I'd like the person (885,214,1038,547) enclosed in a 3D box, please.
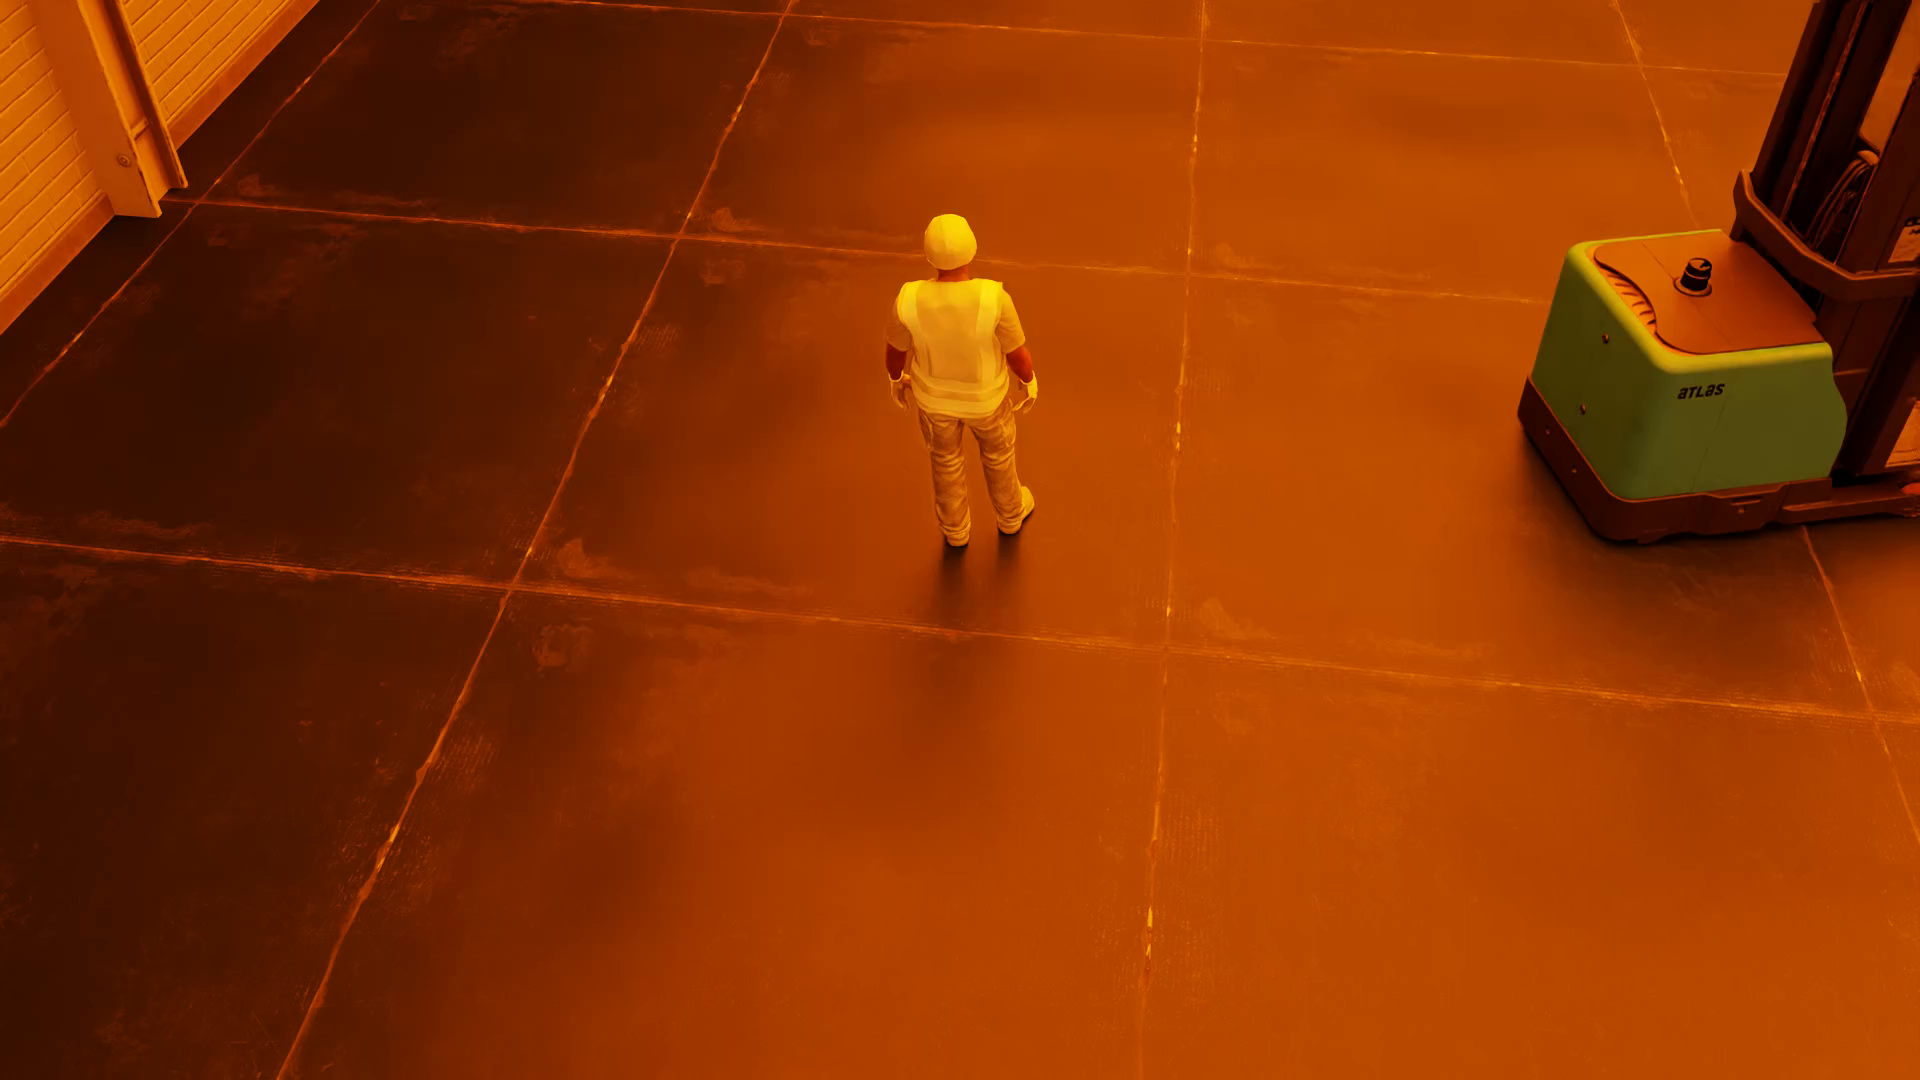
[{"bbox_3d":[0.018,-0.709,7.334,0.656,1.782,0.577,5,43,6],"label":"person"}]

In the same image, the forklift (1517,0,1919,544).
[{"bbox_3d":[4.405,-1.538,7.398,3.031,2.935,1.130,-7,43,-7],"label":"forklift"}]
